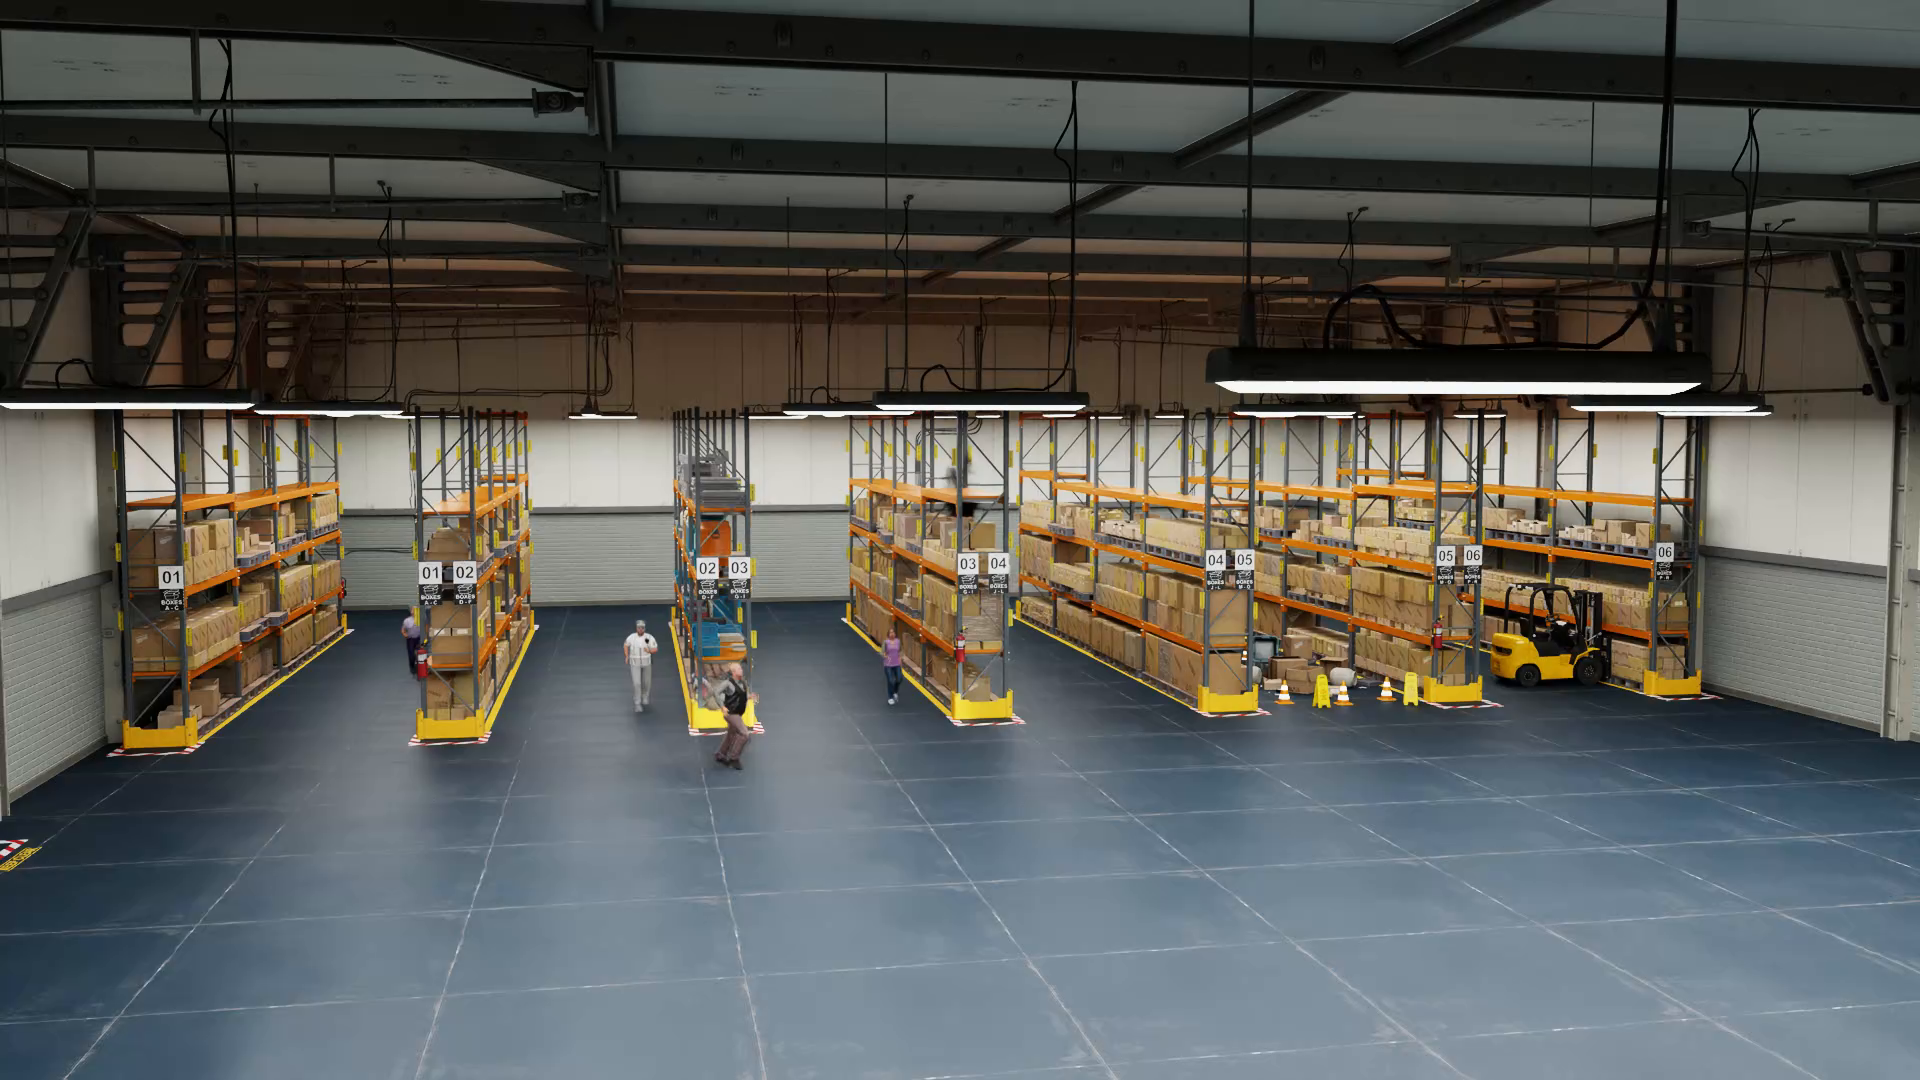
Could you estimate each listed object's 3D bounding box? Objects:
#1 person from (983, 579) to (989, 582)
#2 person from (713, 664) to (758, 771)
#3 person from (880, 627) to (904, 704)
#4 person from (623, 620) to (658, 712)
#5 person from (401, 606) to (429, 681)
[{"bbox_3d":[0.848,1.375,49.295,0.838,1.758,0.561,4,5,42],"label":"person"},{"bbox_3d":[-3.714,2.915,27.495,0.754,1.758,0.652,1,4,14],"label":"person"},{"bbox_3d":[-1.344,2.549,33.569,0.524,1.553,0.535,-1,4,-14],"label":"person"},{"bbox_3d":[-6.337,2.464,33.043,0.662,1.768,0.989,-1,4,-14],"label":"person"},{"bbox_3d":[-12.134,2.282,37.066,0.593,1.647,0.867,-1,4,-19],"label":"person"}]
